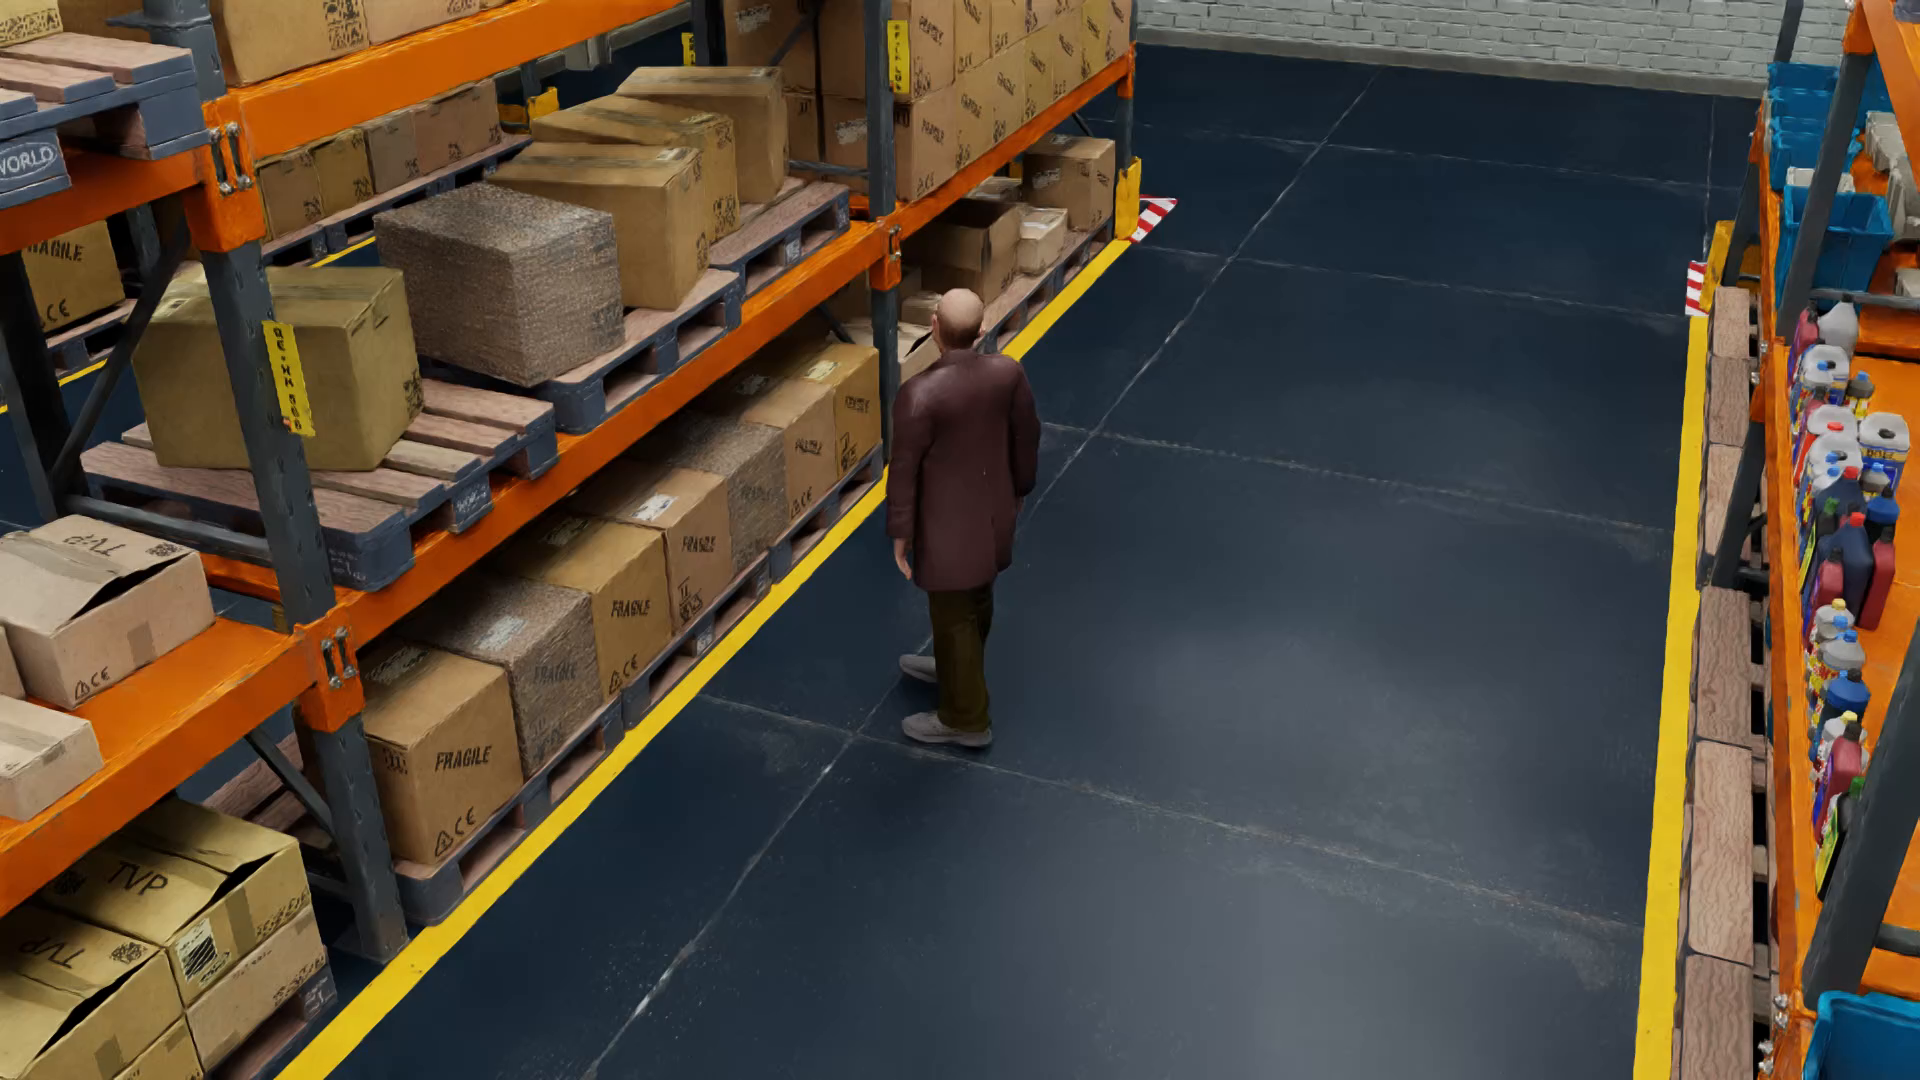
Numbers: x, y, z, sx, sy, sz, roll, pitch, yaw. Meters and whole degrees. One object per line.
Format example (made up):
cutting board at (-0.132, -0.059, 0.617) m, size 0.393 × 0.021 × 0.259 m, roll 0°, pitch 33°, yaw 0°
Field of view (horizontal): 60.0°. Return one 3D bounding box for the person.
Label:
person at (-0.016, -0.109, 6.314) m, size 0.677 × 1.780 × 0.645 m, roll -21°, pitch 36°, yaw -33°
